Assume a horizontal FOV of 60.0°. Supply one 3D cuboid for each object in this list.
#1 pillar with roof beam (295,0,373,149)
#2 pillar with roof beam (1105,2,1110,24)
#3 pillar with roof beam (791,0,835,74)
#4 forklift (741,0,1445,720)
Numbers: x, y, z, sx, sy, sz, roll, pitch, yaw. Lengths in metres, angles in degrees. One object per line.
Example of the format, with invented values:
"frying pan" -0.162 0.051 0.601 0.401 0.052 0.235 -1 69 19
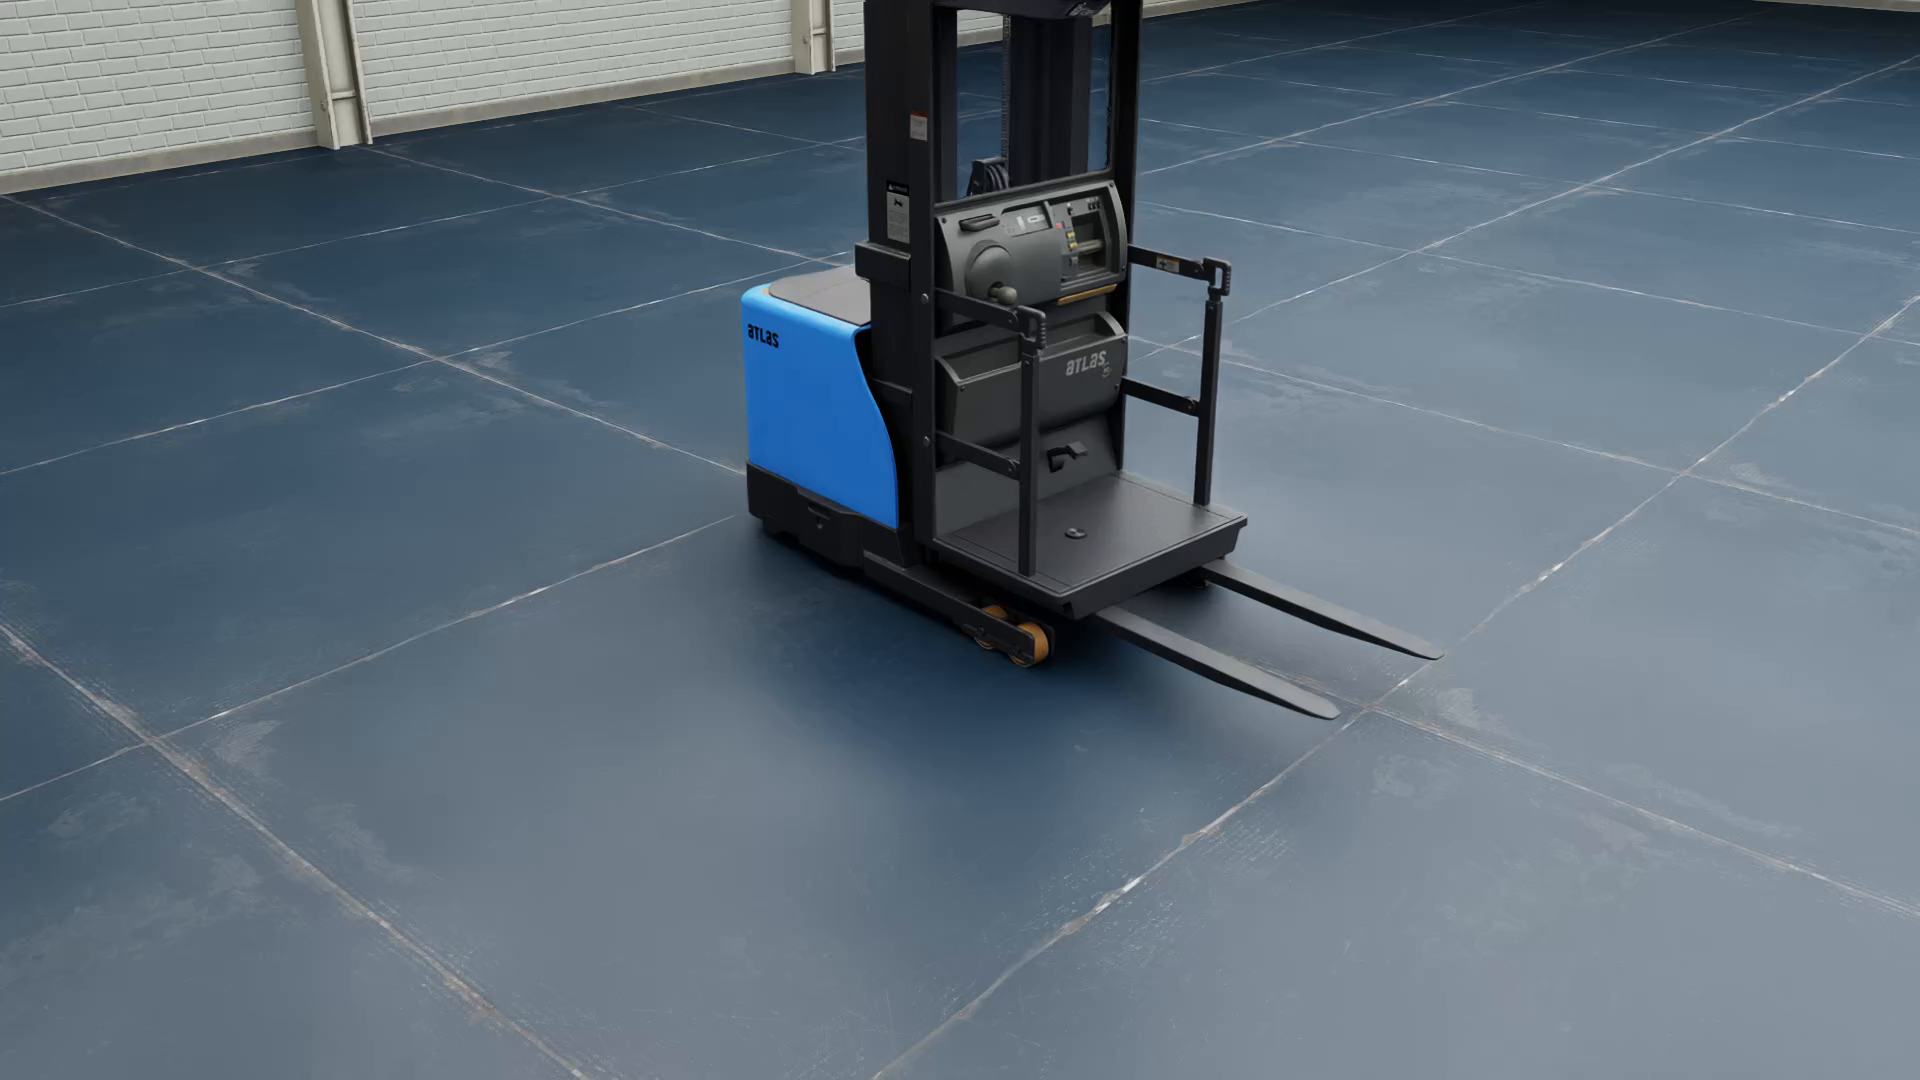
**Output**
"pillar with roof beam" -2.507 -6.609 10.991 9.100 9.000 0.400 20 31 38
"pillar with roof beam" 5.502 -10.265 19.145 9.100 9.000 0.400 20 31 38
"pillar with roof beam" 1.497 -8.437 15.068 9.100 9.000 0.400 20 31 38
"forklift" 0.429 -1.100 6.120 1.130 2.935 3.031 -21 31 -38
